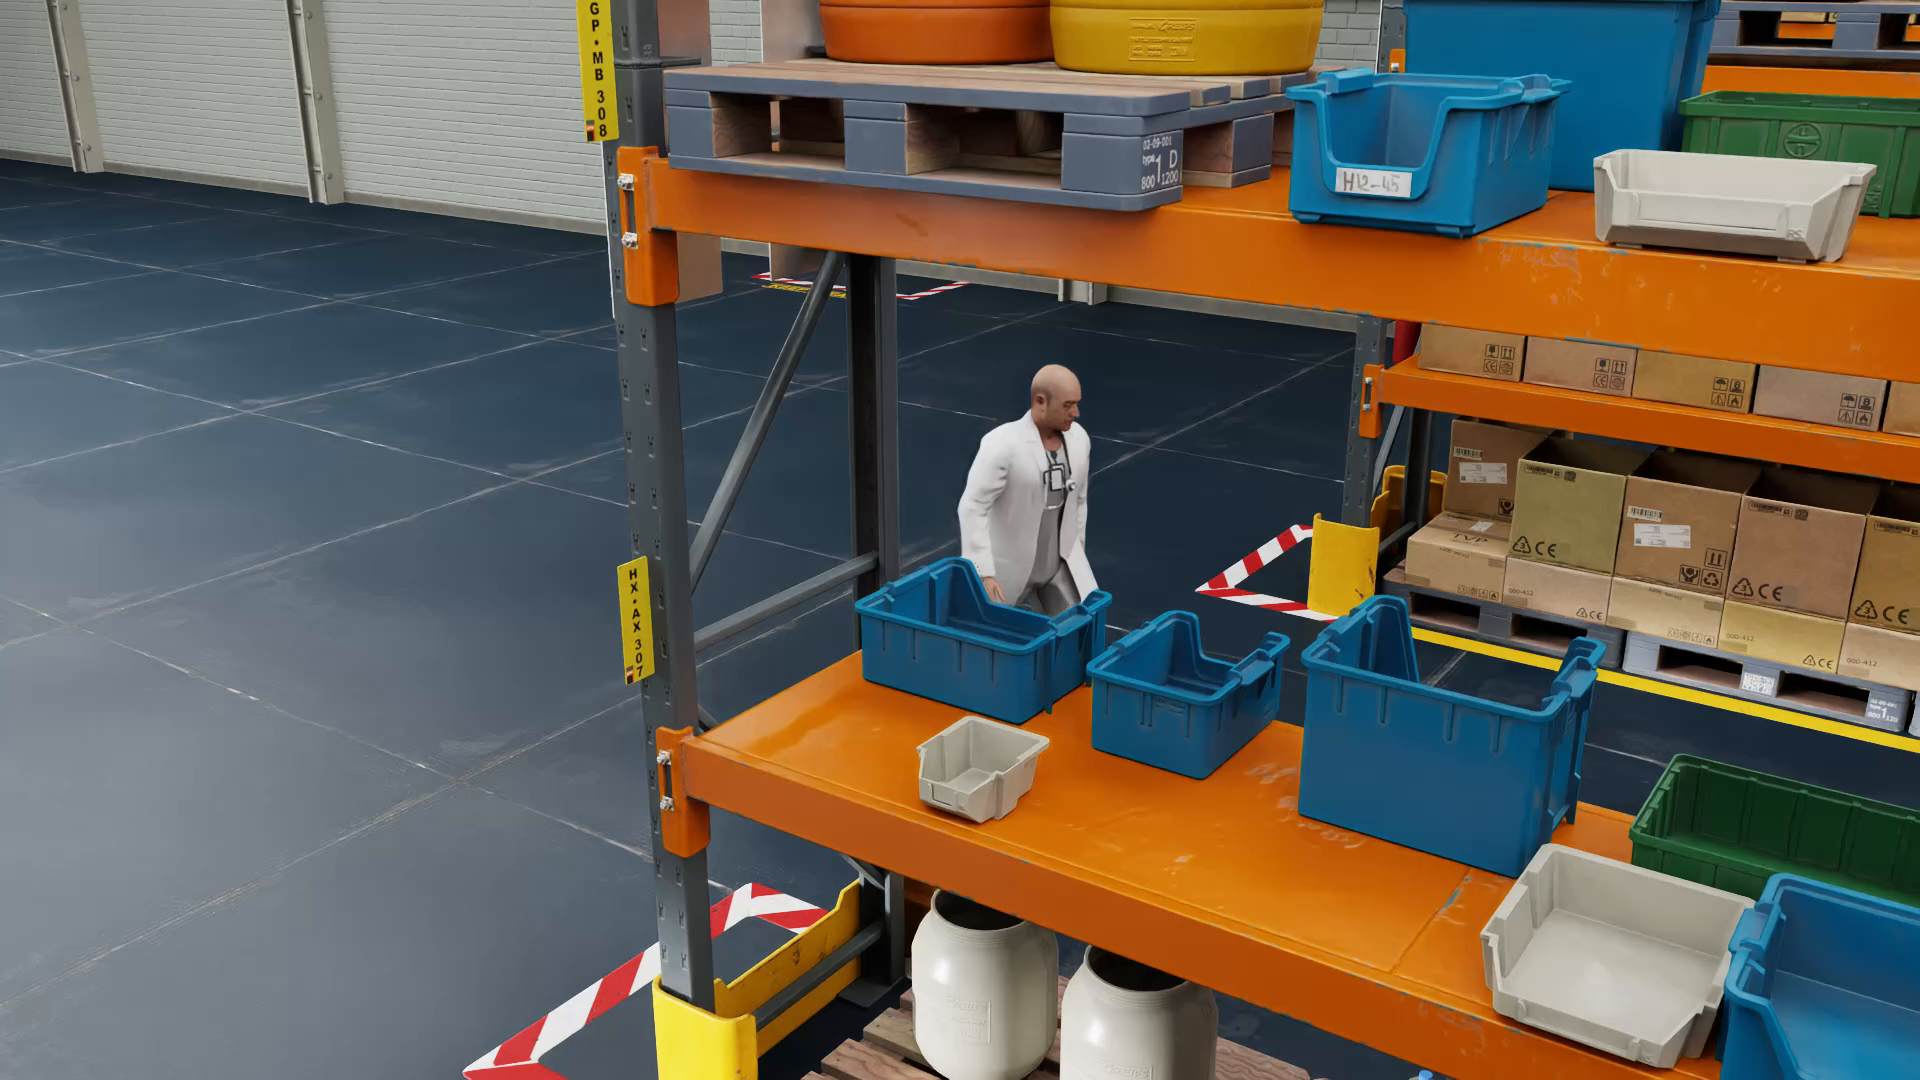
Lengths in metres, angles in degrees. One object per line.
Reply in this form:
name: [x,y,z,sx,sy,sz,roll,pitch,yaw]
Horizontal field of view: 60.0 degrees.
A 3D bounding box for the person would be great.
person: [0.222,0.064,6.966,0.661,1.718,0.962,-9,21,-24]
